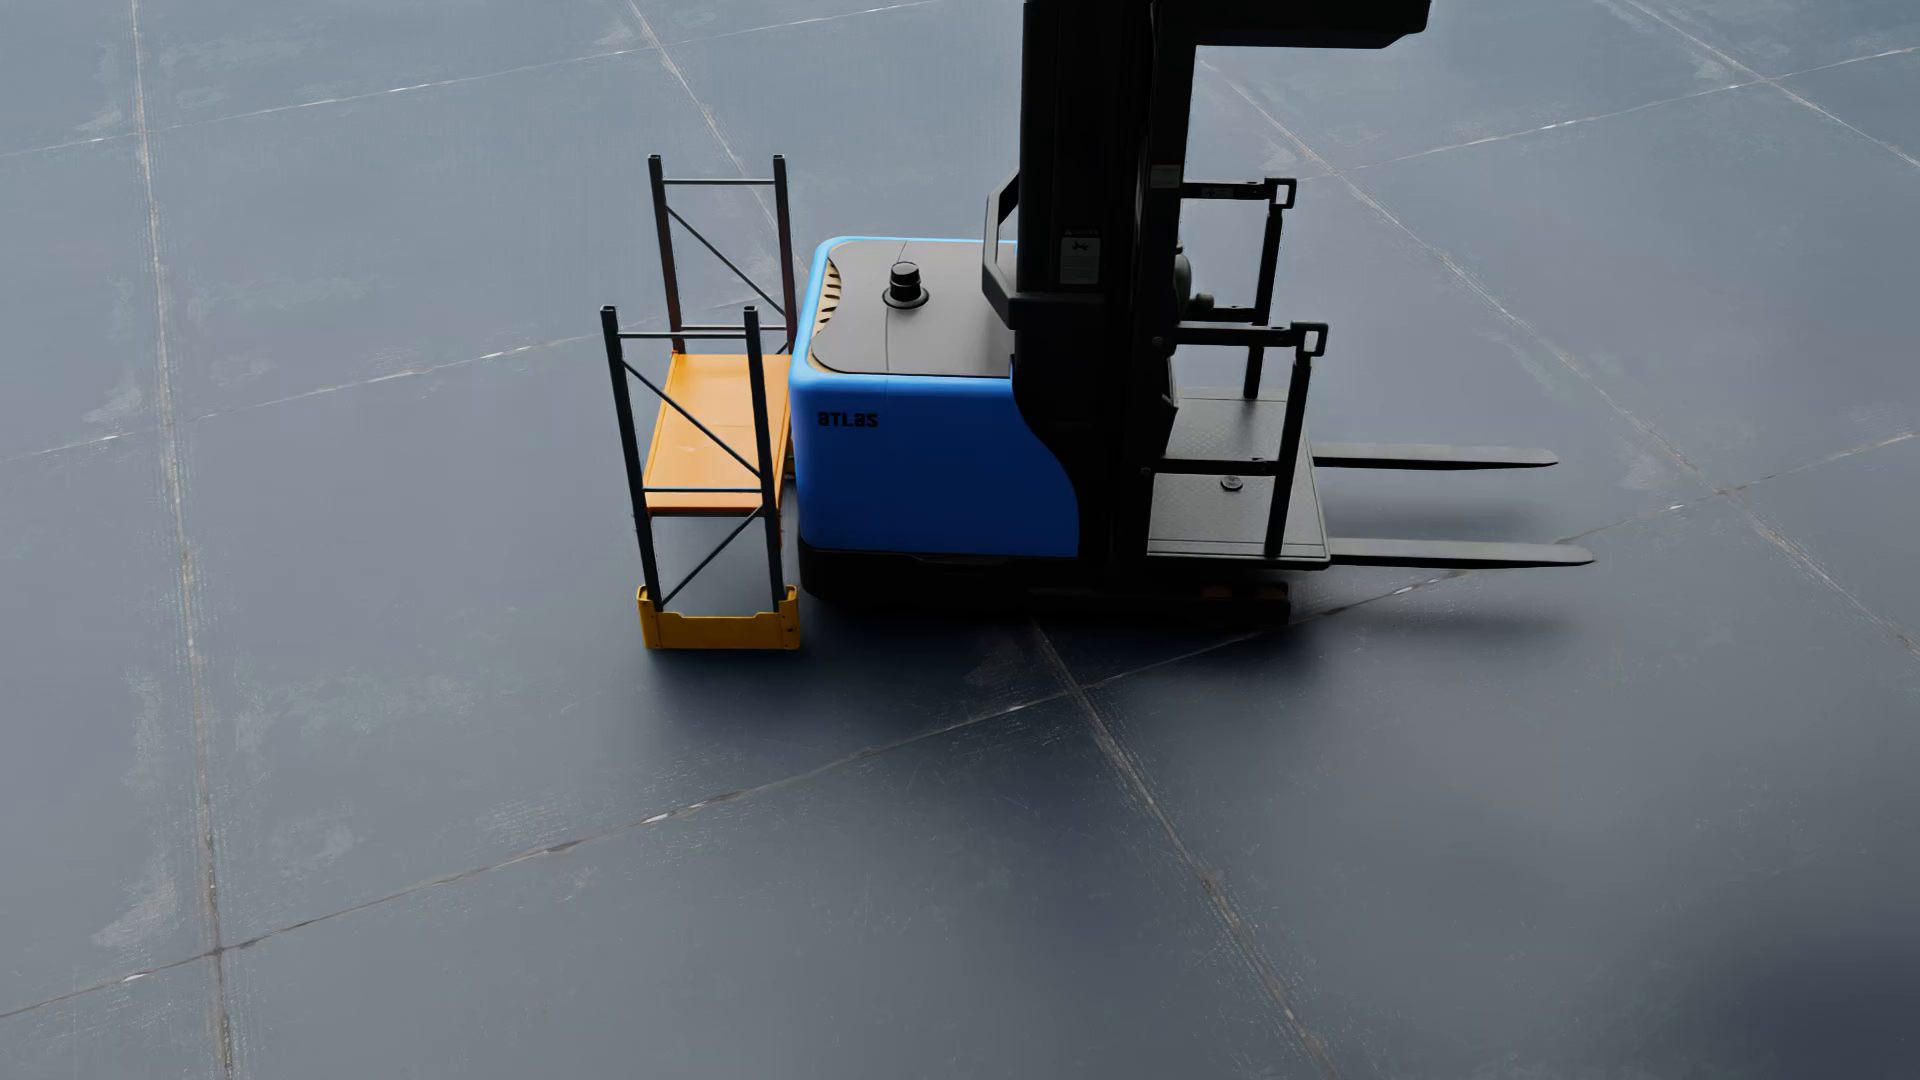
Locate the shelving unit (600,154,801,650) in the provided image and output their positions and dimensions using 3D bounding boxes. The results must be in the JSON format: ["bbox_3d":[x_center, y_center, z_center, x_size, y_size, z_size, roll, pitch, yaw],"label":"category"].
[{"bbox_3d":[-0.895,-0.510,6.192,0.587,1.500,1.083,0,41,0],"label":"shelving unit"}]

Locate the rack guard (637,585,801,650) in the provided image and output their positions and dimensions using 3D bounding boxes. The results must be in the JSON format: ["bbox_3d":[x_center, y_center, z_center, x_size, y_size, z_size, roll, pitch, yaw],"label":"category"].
[{"bbox_3d":[-0.898,0.289,6.222,0.587,0.250,0.087,0,41,0],"label":"rack guard"}]

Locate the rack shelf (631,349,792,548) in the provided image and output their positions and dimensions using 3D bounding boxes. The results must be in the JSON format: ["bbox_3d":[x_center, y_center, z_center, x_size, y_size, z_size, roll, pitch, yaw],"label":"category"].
[{"bbox_3d":[-0.895,-0.367,6.303,0.538,0.185,1.000,0,41,0],"label":"rack shelf"}]

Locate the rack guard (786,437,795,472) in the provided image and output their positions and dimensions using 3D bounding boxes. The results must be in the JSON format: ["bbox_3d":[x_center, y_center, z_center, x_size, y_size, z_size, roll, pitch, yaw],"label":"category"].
[{"bbox_3d":[-0.891,-0.360,6.977,0.587,0.250,0.087,0,41,0],"label":"rack guard"}]

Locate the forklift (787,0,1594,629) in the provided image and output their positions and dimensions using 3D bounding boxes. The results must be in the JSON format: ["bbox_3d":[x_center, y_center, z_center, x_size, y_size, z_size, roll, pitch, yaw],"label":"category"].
[{"bbox_3d":[0.915,-1.128,5.814,3.031,2.935,1.130,2,41,2],"label":"forklift"}]

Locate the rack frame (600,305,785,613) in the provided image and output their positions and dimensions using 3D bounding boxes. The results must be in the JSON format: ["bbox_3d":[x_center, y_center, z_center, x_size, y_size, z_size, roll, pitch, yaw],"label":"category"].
[{"bbox_3d":[-0.898,-0.172,5.800,0.500,1.500,0.032,0,41,0],"label":"rack frame"}]

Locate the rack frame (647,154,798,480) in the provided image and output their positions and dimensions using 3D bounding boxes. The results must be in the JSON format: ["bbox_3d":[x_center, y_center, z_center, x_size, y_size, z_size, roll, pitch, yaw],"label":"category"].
[{"bbox_3d":[-0.891,-0.835,6.571,0.500,1.500,0.032,0,41,0],"label":"rack frame"}]
